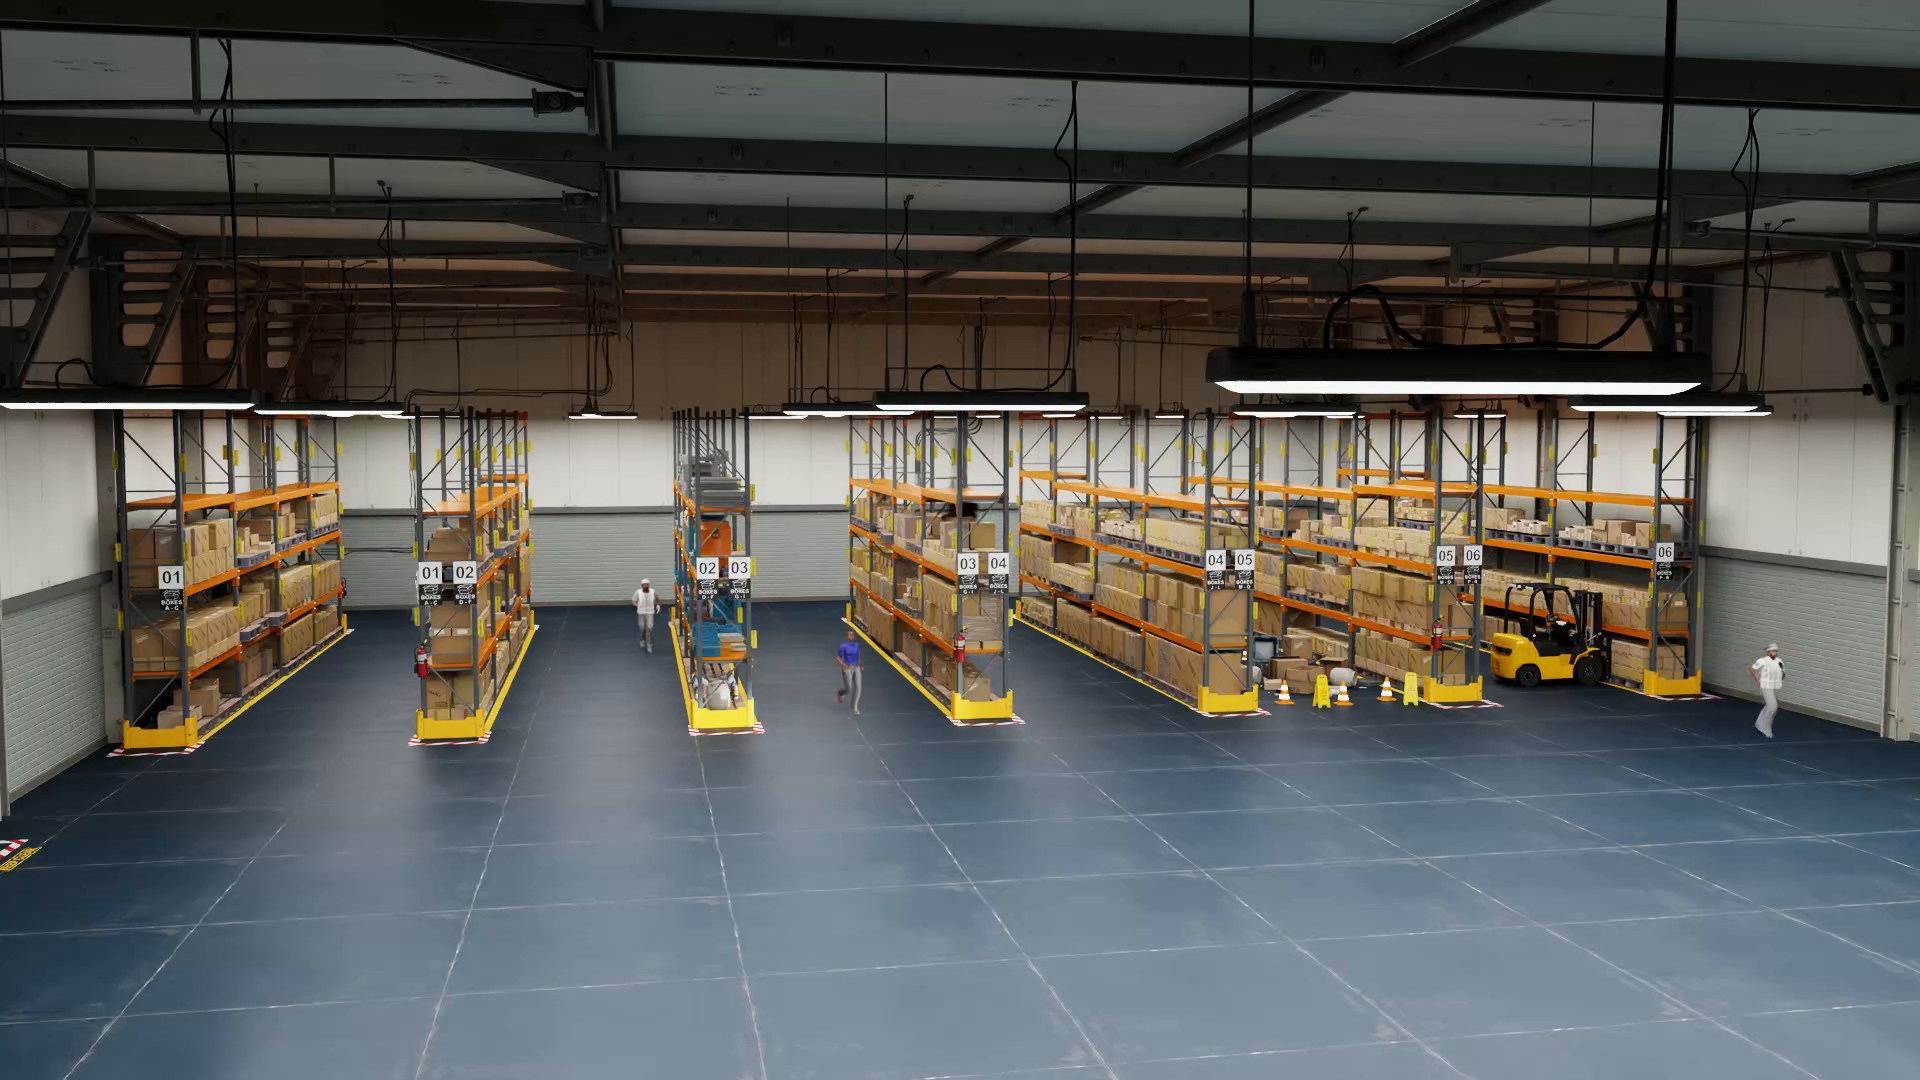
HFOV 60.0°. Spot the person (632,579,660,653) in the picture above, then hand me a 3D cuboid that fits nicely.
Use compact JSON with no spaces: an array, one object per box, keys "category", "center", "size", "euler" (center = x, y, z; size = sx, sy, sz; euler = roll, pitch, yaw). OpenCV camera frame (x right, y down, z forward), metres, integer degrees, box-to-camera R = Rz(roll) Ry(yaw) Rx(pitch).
[{"category":"person","center":[-7.859,1.876,41.611],"size":[0.703,1.832,0.850],"euler":[-1,4,-15]}]

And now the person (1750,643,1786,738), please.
[{"category":"person","center":[14.755,2.731,30.291],"size":[0.552,1.747,0.732],"euler":[-1,4,-12]}]

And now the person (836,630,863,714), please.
[{"category":"person","center":[-2.171,2.589,32.893],"size":[0.585,1.640,0.753],"euler":[-2,5,-31]}]
